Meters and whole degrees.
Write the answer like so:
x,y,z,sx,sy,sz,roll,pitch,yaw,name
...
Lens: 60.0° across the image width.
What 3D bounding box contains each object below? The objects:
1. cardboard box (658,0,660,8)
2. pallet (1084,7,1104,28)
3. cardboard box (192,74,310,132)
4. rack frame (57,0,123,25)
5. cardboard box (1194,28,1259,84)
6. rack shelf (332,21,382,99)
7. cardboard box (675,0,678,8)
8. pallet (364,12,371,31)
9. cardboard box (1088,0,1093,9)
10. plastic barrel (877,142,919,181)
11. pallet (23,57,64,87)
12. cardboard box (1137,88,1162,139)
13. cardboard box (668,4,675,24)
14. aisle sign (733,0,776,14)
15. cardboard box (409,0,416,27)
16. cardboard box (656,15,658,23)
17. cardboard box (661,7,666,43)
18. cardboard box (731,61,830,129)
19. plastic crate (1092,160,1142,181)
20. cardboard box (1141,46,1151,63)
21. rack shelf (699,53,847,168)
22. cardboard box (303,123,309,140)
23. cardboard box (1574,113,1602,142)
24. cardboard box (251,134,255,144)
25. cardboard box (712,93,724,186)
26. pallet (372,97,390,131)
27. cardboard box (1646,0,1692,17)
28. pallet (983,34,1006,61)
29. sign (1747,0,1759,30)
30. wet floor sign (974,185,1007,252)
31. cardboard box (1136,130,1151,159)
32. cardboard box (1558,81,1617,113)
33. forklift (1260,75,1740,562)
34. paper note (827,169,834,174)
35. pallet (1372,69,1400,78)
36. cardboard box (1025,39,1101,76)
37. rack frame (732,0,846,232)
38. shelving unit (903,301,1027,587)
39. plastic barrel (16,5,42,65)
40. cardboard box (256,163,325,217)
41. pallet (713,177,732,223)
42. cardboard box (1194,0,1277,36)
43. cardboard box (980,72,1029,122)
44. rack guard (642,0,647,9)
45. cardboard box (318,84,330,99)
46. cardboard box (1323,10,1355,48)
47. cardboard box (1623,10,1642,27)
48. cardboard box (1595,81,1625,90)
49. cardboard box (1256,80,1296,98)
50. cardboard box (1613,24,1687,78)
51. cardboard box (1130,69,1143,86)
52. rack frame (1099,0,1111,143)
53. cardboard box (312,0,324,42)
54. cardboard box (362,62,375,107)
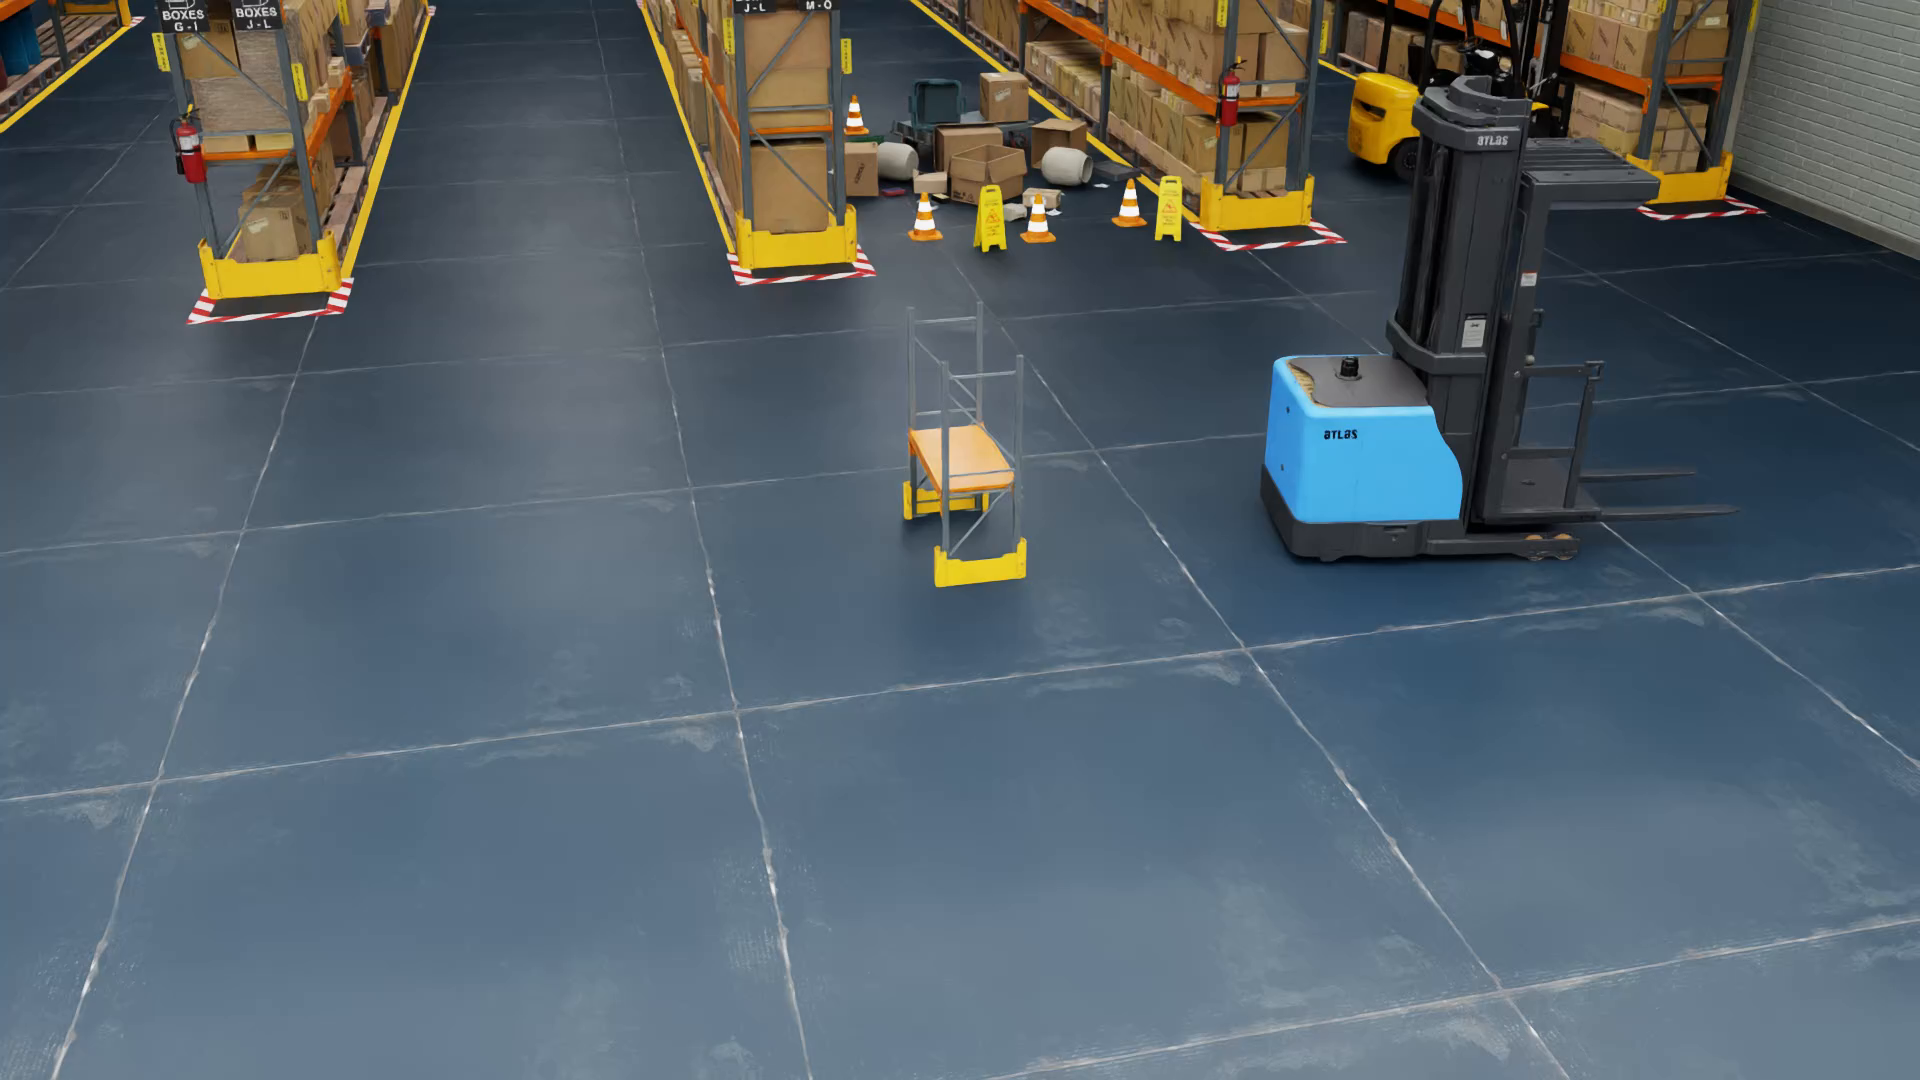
x,y,z,sx,sy,sz,roll,pitch,yaw,name
-4.763,-8.831,27.302,0.380,0.149,0.250,-6,27,-11,cardboard box
2.240,-6.712,21.279,1.003,0.211,1.213,-6,27,-12,pallet
-6.581,-4.107,15.464,0.875,0.500,0.500,-6,27,-12,cardboard box
-14.915,-10.207,27.989,1.000,3.000,0.127,-6,27,-12,rack frame
2.781,-5.080,17.390,0.500,0.500,0.500,-6,27,-13,cardboard box
-7.836,-5.998,20.450,1.077,0.370,4.000,-6,27,-12,rack shelf
-3.593,-7.477,22.470,0.500,0.500,0.500,-6,27,-11,cardboard box
-7.800,-6.247,20.357,1.003,0.211,1.213,-6,27,-12,pallet
1.843,-6.839,21.129,0.380,0.149,0.250,-7,28,-13,cardboard box
-0.780,-4.408,19.361,0.512,0.421,0.421,13,30,24,plastic barrel
-13.880,-6.863,24.459,1.003,0.211,1.213,-6,27,-12,pallet
2.387,-4.995,19.416,0.500,0.500,0.500,-5,27,-9,cardboard box
-4.064,-7.782,24.661,0.500,0.250,0.500,-5,27,-10,cardboard box
-1.905,-5.244,15.272,0.394,0.787,0.004,-6,27,-12,aisle sign
-9.461,-8.885,27.264,0.875,0.875,0.875,-6,27,-12,cardboard box
-4.852,-8.697,27.696,0.380,0.149,0.250,-7,28,-13,cardboard box
-4.424,-8.133,26.189,0.500,0.500,0.500,-5,27,-10,cardboard box
-1.756,-4.370,16.259,0.875,0.550,0.550,-6,27,-12,cardboard box
1.825,-4.372,19.670,0.402,0.080,0.583,-16,31,-29,plastic crate
2.308,-5.602,19.146,0.380,0.149,0.250,-6,27,-11,cardboard box
-2.079,-4.702,17.881,1.077,0.370,4.000,-6,27,-12,rack shelf
-6.353,-3.834,15.643,0.380,0.149,0.250,-6,27,-12,cardboard box
7.490,-4.784,19.276,0.500,0.250,0.500,-6,27,-12,cardboard box
-6.804,-3.787,15.550,0.380,0.149,0.250,-6,27,-12,cardboard box
-2.249,-4.461,18.498,0.875,0.875,0.875,-6,27,-11,cardboard box
-8.112,-5.609,21.976,1.003,0.211,1.213,-6,27,-12,pallet
7.721,-5.800,18.098,0.380,0.149,0.250,-6,27,-11,cardboard box
0.993,-7.847,26.409,1.003,0.211,1.213,-6,27,-12,pallet
8.549,-5.673,17.959,0.100,0.325,0.005,-6,27,-12,sign
0.307,-3.282,16.883,0.267,0.644,0.232,-11,29,-20,wet floor sign
2.394,-4.656,19.577,0.500,0.250,0.500,-6,27,-12,cardboard box
7.355,-5.218,19.582,0.500,0.250,0.500,-6,27,-11,cardboard box
3.623,-1.411,10.640,3.031,2.935,1.130,-2,27,-3,forklift
-1.496,-4.372,19.725,0.142,0.020,0.147,19,32,32,paper note
6.623,-6.565,23.868,1.003,0.211,1.213,-6,27,-12,pallet
1.486,-6.969,24.025,0.950,0.372,0.625,-8,28,-15,cardboard box
-1.628,-4.145,15.979,1.000,3.000,0.127,-6,27,-12,rack frame
0.017,-0.636,10.692,0.587,1.500,1.083,-6,27,-12,shelving unit
-13.907,-7.461,24.412,0.600,0.901,0.708,-6,27,-12,plastic barrel
-6.899,-3.569,17.146,0.500,0.500,0.500,-3,27,-7,cardboard box
-2.156,-3.777,18.346,1.003,0.211,1.213,-6,27,-12,pallet
2.844,-5.518,17.149,0.700,0.500,0.500,-7,28,-13,cardboard box
0.543,-5.476,20.551,0.500,0.500,0.500,-6,27,-12,cardboard box
-5.217,-10.020,30.393,1.175,0.500,0.348,-6,27,-12,rack guard
-6.726,-4.605,17.170,0.380,0.149,0.250,-6,27,-12,cardboard box
5.899,-7.945,25.816,0.500,0.500,0.500,-5,27,-10,cardboard box
7.569,-5.765,18.358,0.380,0.149,0.250,-6,27,-11,cardboard box
7.865,-5.274,19.692,0.500,0.250,0.500,-6,27,-12,cardboard box
3.297,-4.750,17.457,0.380,0.149,0.250,-6,27,-11,cardboard box
7.640,-5.431,18.418,0.500,0.500,0.500,-7,28,-13,cardboard box
2.227,-5.459,19.617,0.380,0.149,0.250,-5,27,-10,cardboard box
2.270,-6.448,20.542,1.000,3.000,0.127,-6,27,-12,rack frame
-6.680,-5.237,16.592,0.500,0.500,0.500,-6,27,-12,cardboard box
-8.116,-5.986,21.913,0.700,0.500,0.500,-7,28,-14,cardboard box
